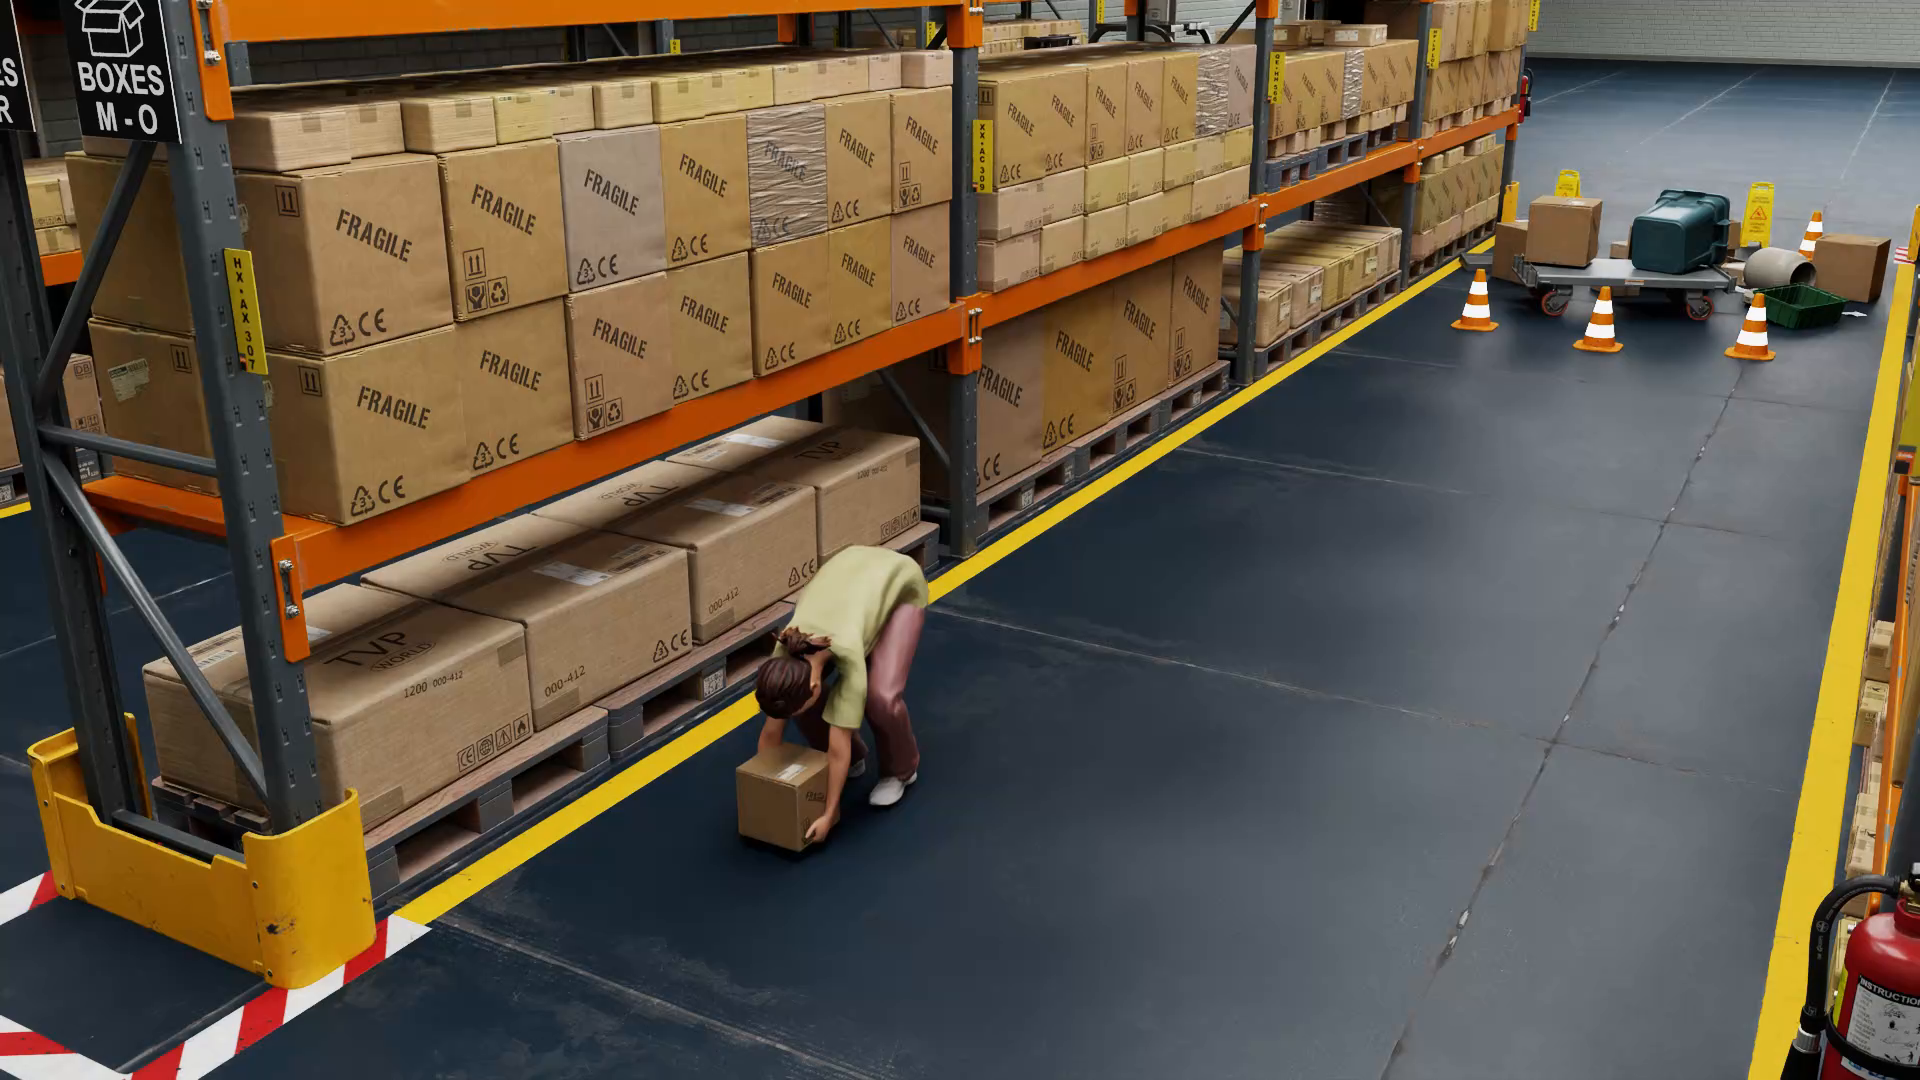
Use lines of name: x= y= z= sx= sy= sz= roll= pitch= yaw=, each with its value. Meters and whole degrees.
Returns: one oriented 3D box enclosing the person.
person: x=-0.411 y=0.524 z=5.782 sx=0.465 sy=0.878 sz=0.847 roll=10 pitch=22 yaw=26
